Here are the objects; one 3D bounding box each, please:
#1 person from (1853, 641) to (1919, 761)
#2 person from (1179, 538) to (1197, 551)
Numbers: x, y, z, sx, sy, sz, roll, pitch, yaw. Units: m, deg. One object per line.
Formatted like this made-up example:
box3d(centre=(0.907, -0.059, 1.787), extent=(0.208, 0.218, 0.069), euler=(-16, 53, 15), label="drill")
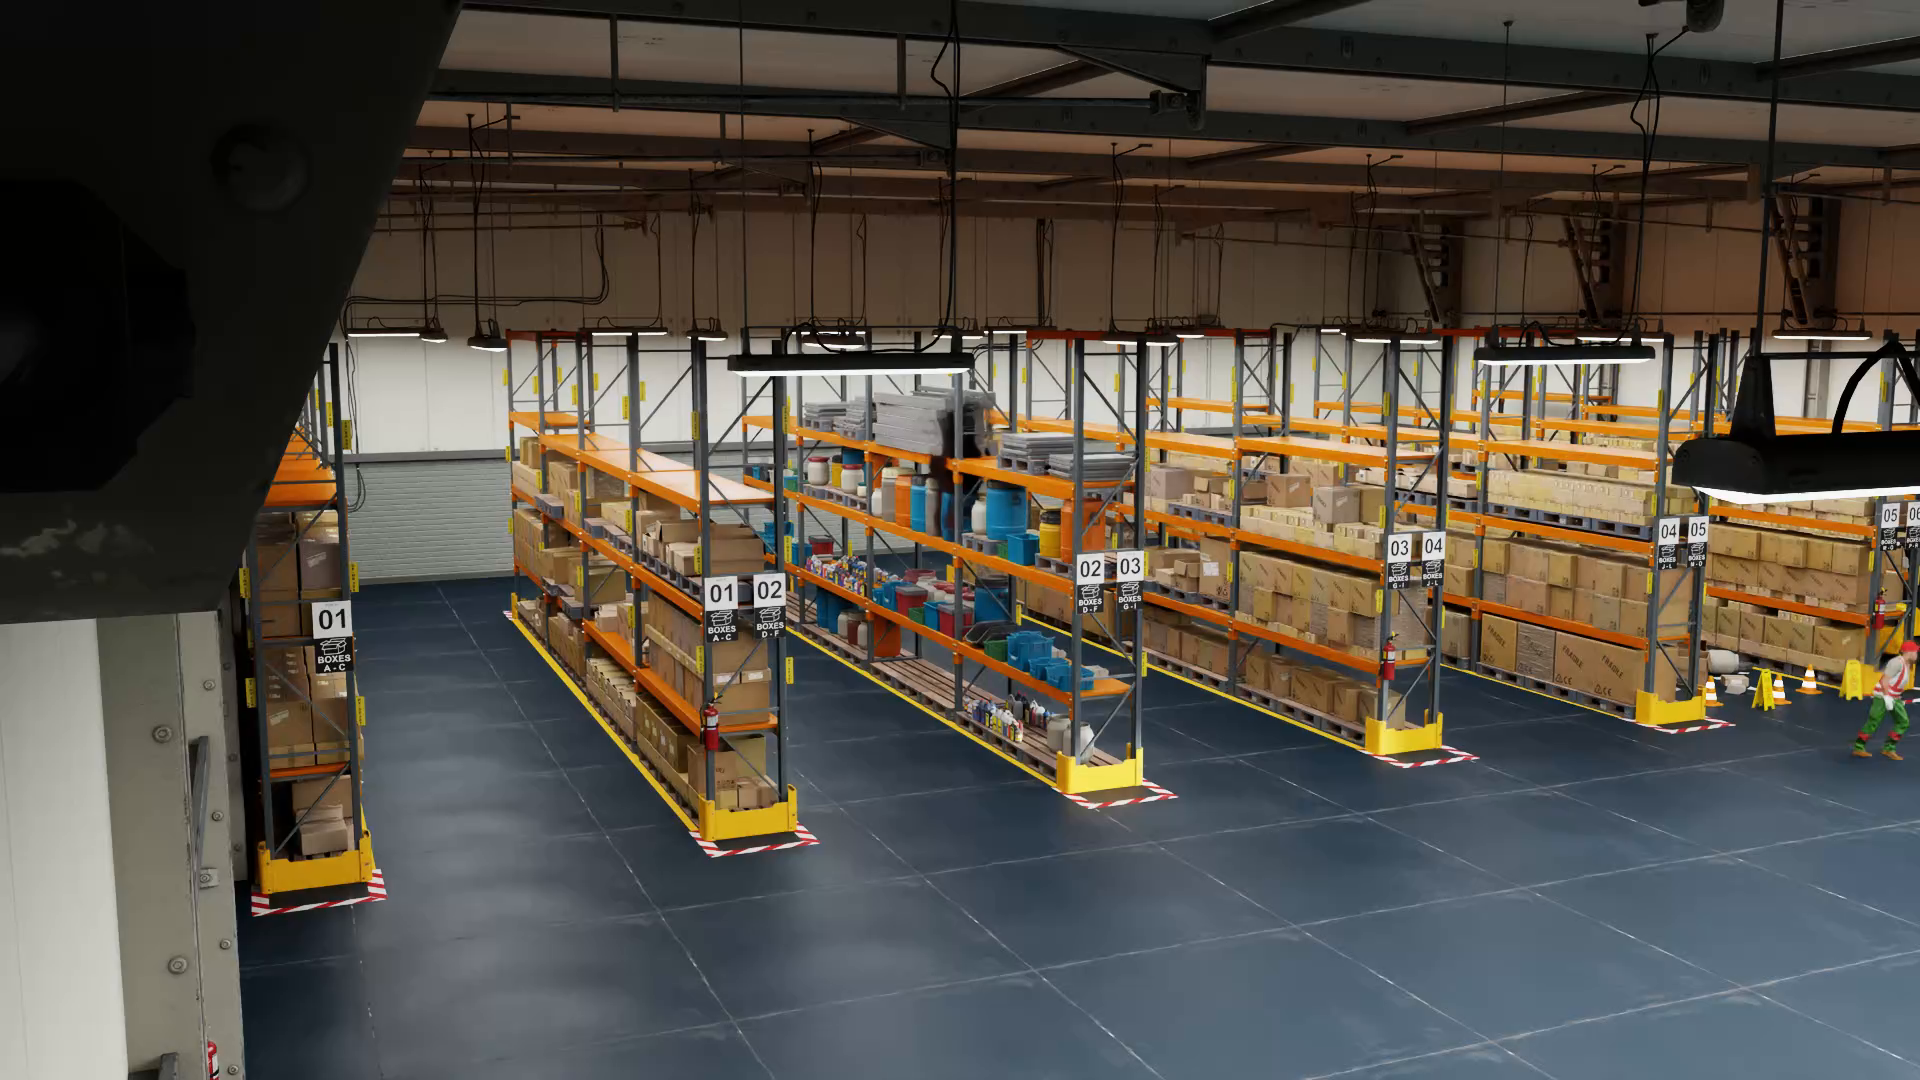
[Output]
box3d(centre=(13.262, 2.272, 23.746), extent=(0.655, 1.710, 0.695), euler=(-7, 10, -41), label="person")
box3d(centre=(5.803, -0.375, 43.100), extent=(0.872, 1.668, 0.618), euler=(-8, 11, -44), label="person")
